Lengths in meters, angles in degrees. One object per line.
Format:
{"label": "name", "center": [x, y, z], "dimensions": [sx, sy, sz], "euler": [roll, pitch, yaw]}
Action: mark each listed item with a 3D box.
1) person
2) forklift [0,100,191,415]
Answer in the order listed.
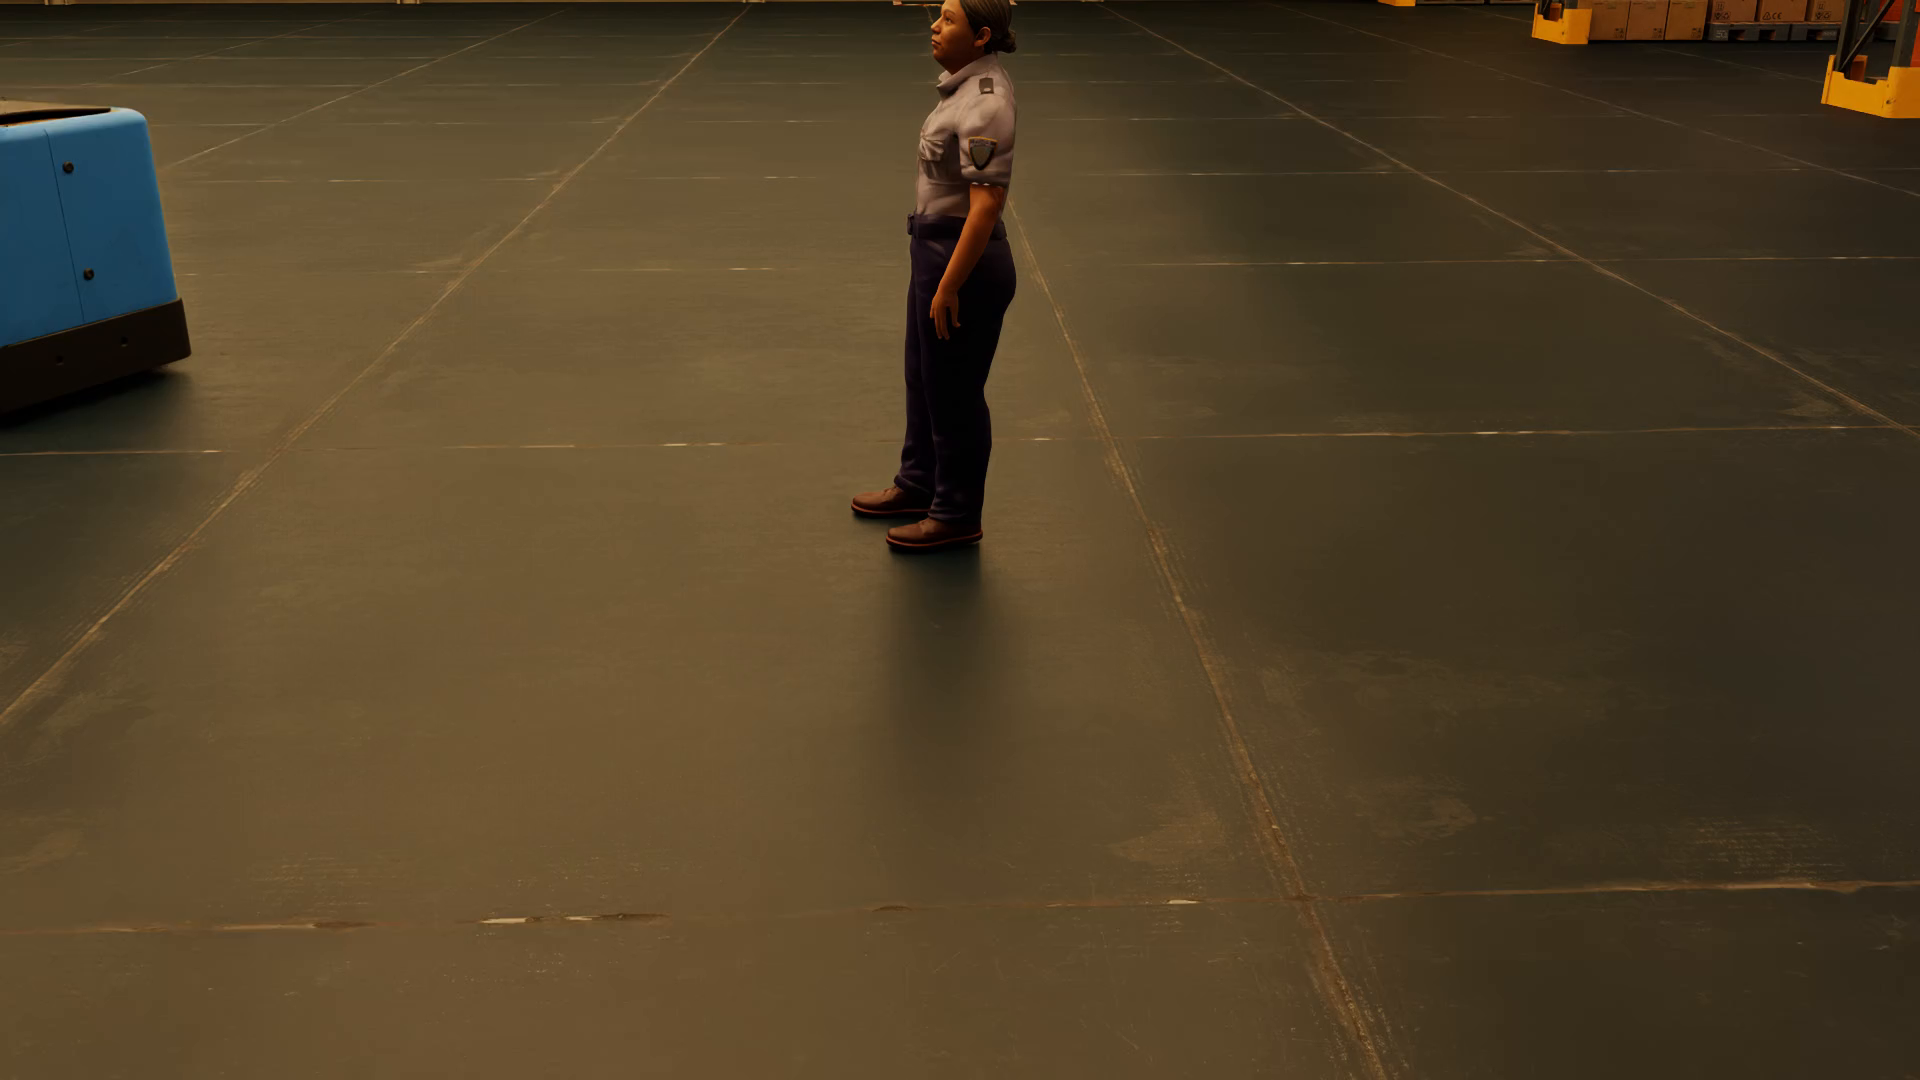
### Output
{"label": "person", "center": [-0.091, -0.780, 4.886], "dimensions": [0.502, 1.651, 0.598], "euler": [-1, 21, -3]}
{"label": "forklift", "center": [-4.775, -2.122, 6.567], "dimensions": [3.031, 2.935, 1.130], "euler": [9, 23, 21]}
